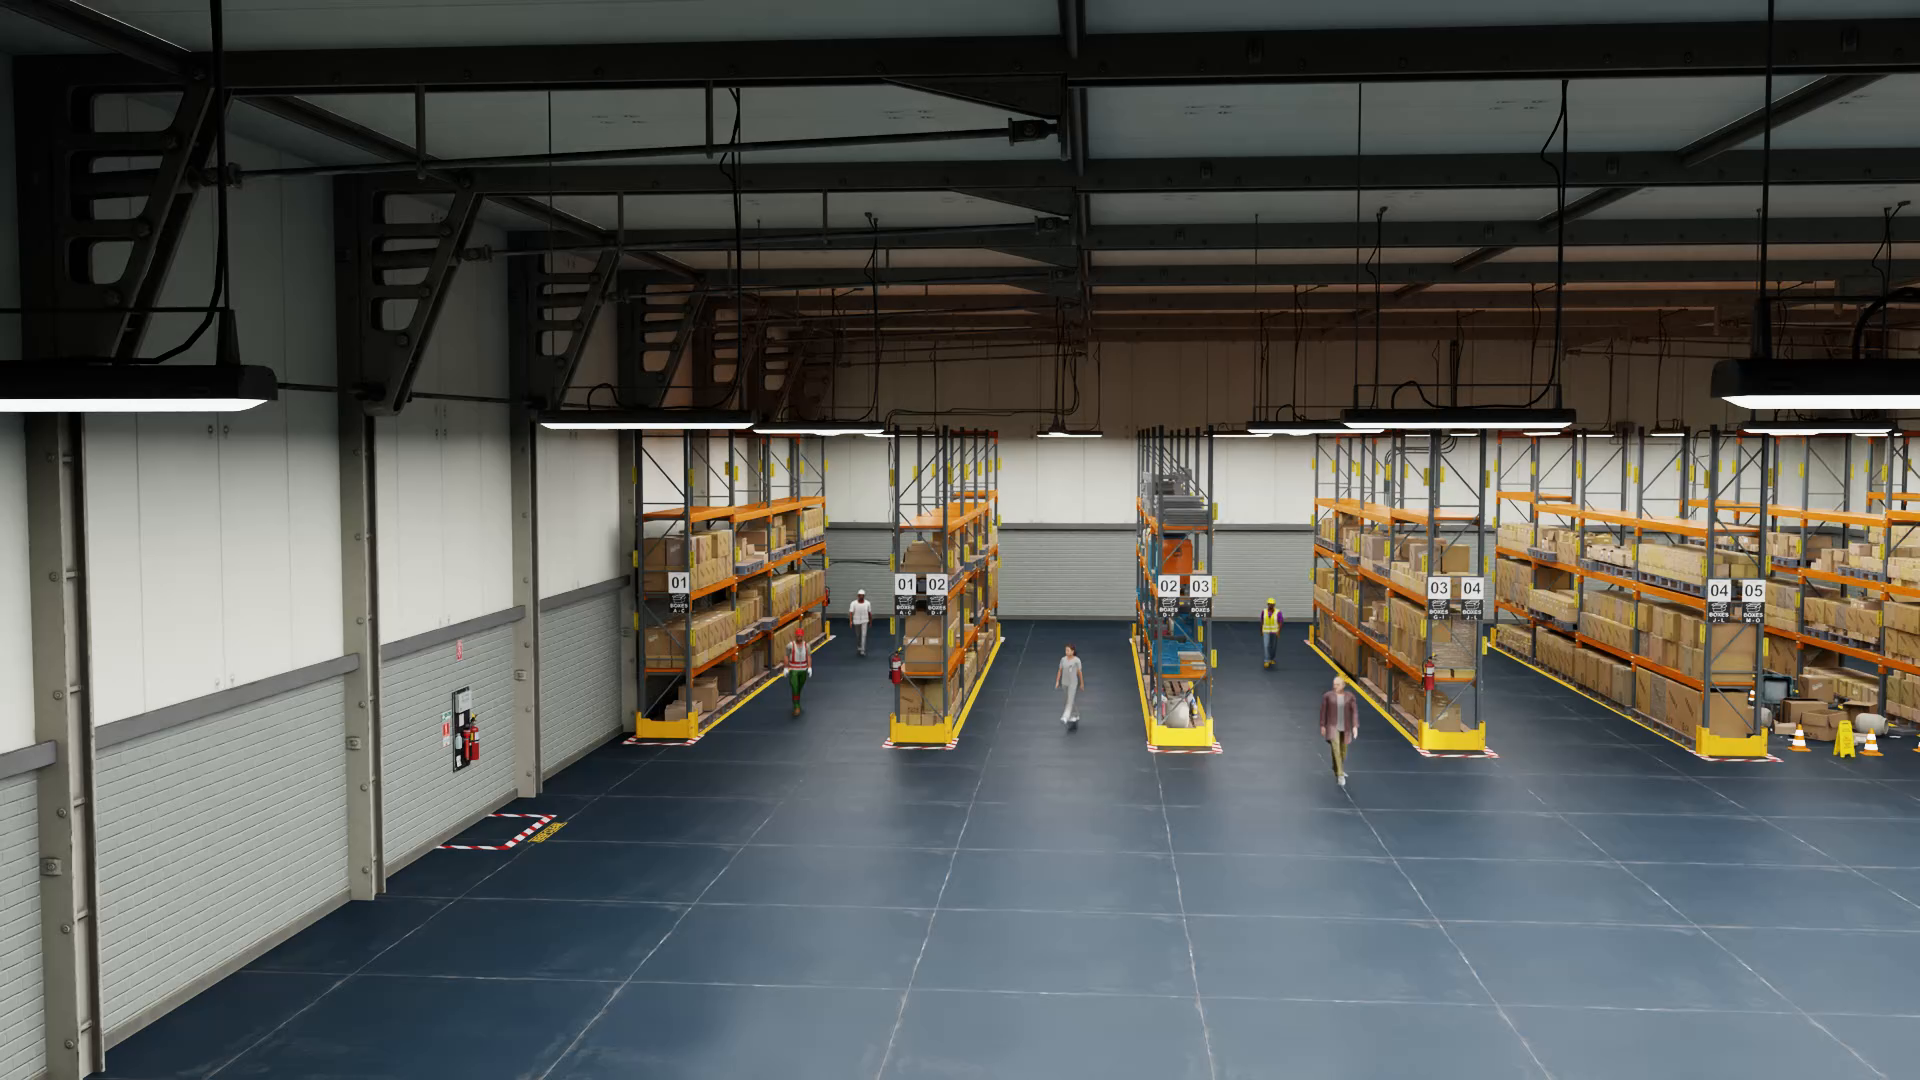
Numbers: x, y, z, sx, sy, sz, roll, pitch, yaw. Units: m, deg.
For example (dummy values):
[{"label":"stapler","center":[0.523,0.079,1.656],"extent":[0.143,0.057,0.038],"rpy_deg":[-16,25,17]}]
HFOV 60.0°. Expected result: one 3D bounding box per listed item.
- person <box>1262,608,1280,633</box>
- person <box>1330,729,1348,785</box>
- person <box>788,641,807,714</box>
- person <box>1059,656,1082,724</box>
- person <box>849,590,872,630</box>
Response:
[{"label":"person","center":[7.873,2.035,41.982],"extent":[0.461,0.627,0.378],"rpy_deg":[1,3,9]},{"label":"person","center":[6.357,3.501,27.800],"extent":[0.384,1.048,0.998],"rpy_deg":[0,3,1]},{"label":"person","center":[-3.403,2.862,34.881],"extent":[0.491,1.467,0.945],"rpy_deg":[-2,4,-29]},{"label":"person","center":[2.155,3.019,33.376],"extent":[0.486,1.352,1.052],"rpy_deg":[3,4,36]},{"label":"person","center":[-2.663,1.878,44.344],"extent":[0.594,1.078,0.516],"rpy_deg":[0,3,1]}]
